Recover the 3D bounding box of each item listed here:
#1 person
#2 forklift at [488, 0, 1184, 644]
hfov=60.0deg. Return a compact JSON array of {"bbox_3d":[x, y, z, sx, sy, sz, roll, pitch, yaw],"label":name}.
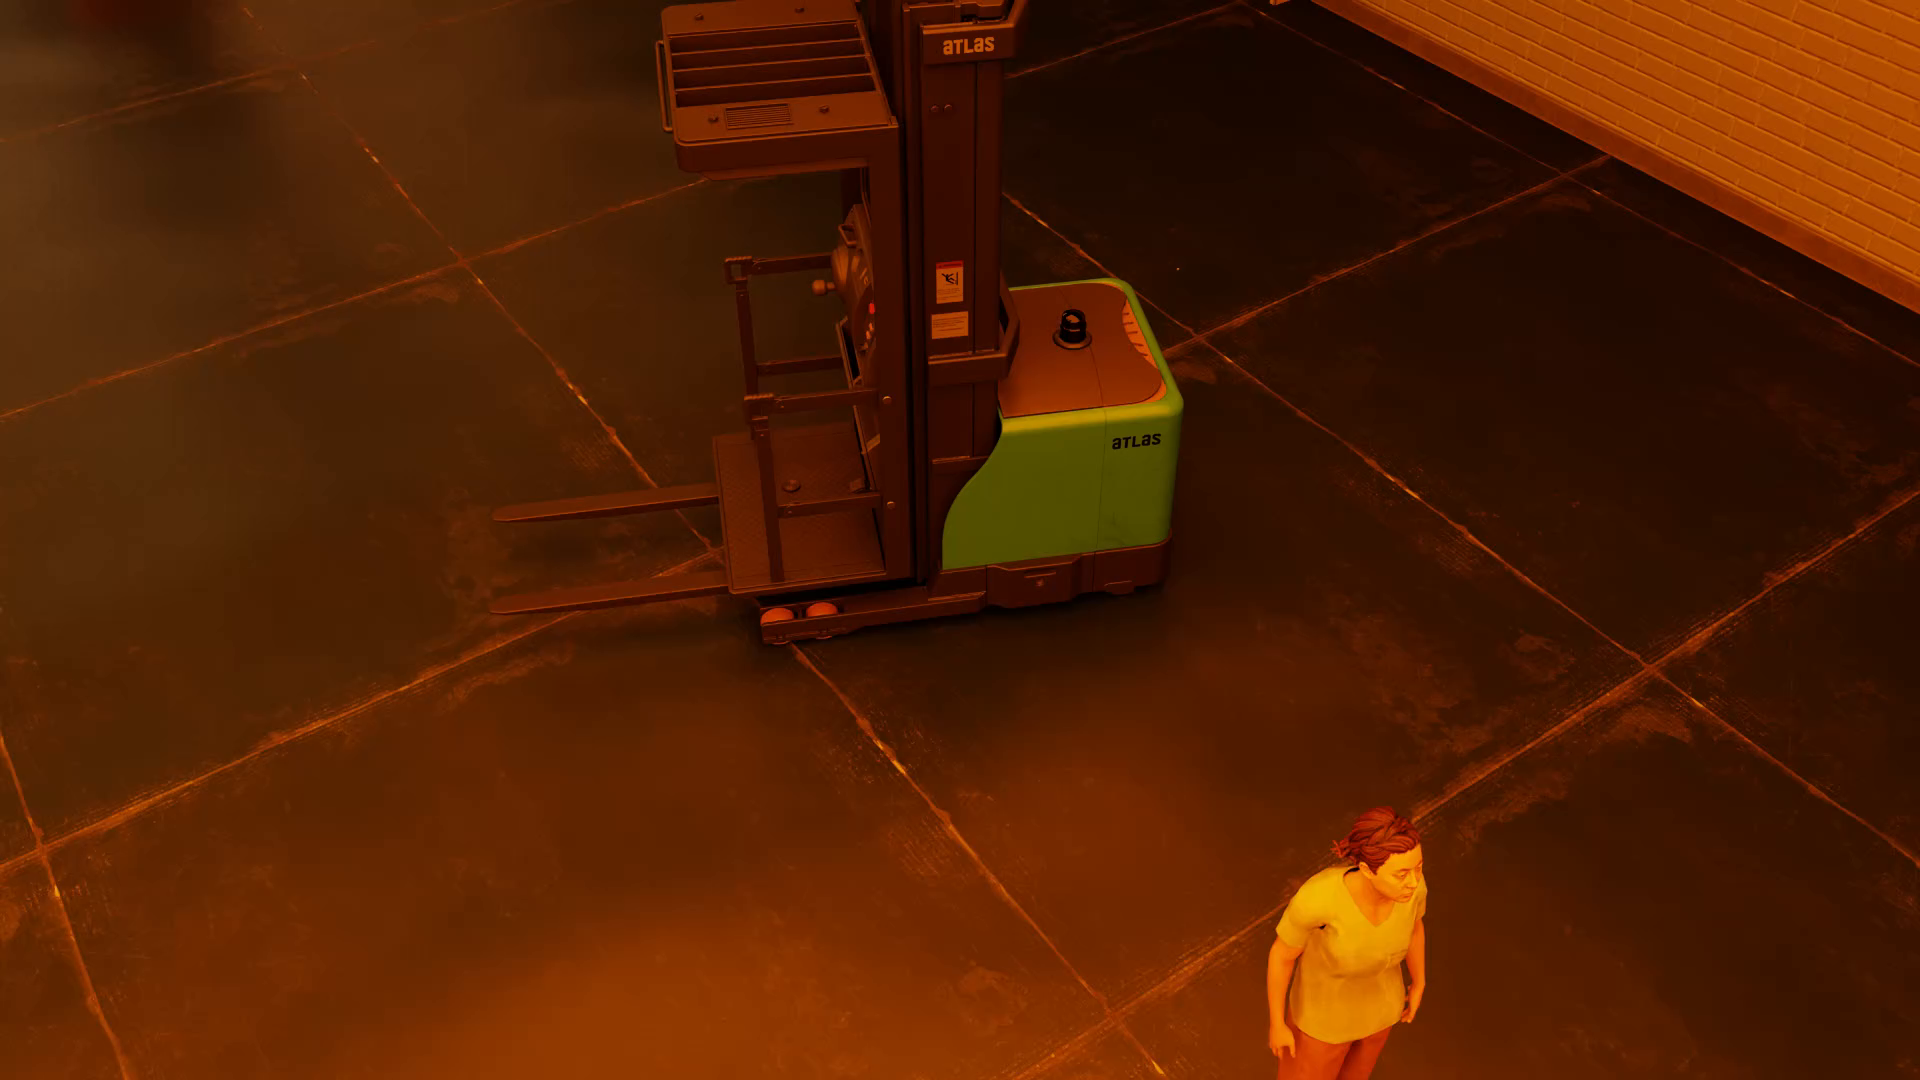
[{"bbox_3d":[1.187,1.475,5.030,0.553,1.674,0.548,-14,44,-14],"label":"person"},{"bbox_3d":[-0.612,-1.004,6.804,3.031,2.935,1.130,-7,43,-7],"label":"forklift"}]
